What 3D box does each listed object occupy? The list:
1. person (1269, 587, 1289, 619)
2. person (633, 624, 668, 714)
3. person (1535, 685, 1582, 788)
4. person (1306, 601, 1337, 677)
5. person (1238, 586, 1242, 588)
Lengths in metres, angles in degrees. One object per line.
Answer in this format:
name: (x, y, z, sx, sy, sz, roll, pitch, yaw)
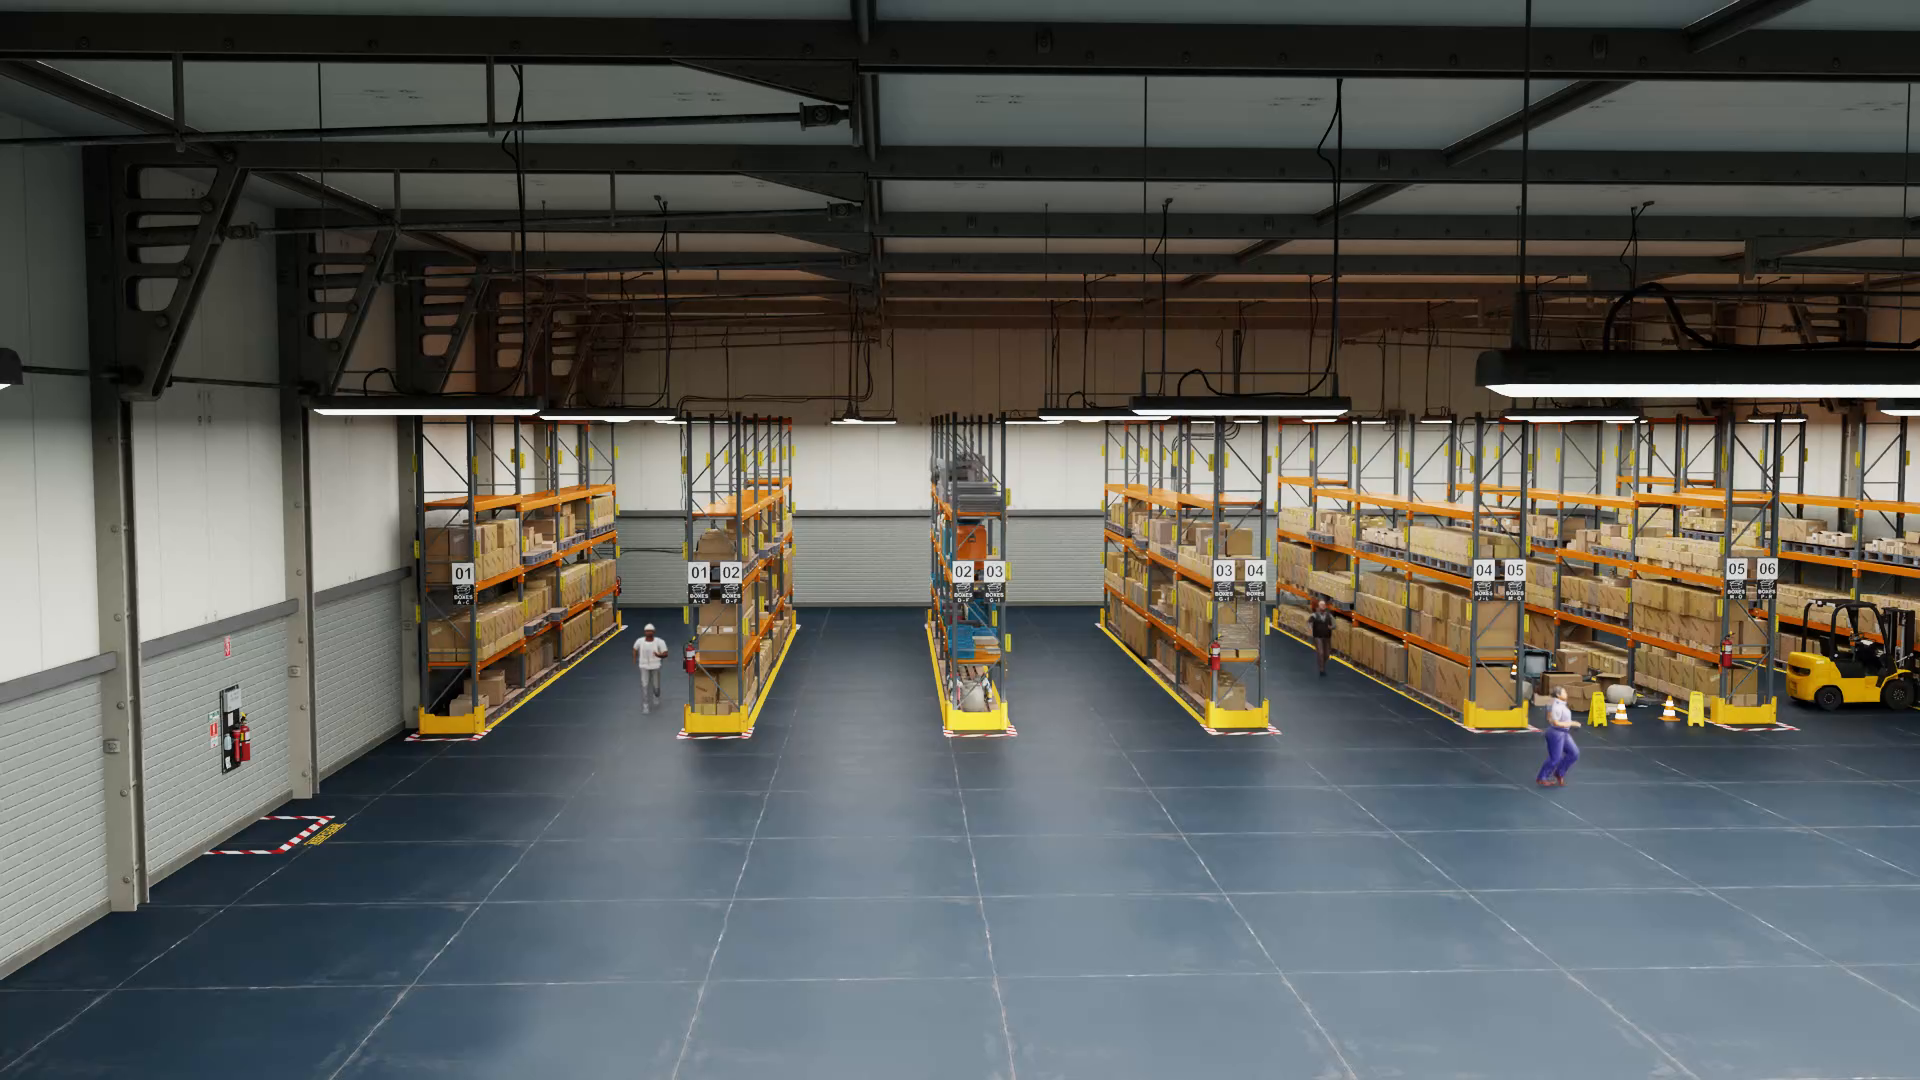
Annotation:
person: (9.481, 1.575, 49.132, 0.782, 1.620, 0.740, 1, 4, 16)
person: (-6.210, 2.551, 33.305, 0.706, 1.747, 0.990, 0, 4, -6)
person: (9.488, 3.124, 26.316, 0.685, 1.662, 0.580, 2, 4, 30)
person: (8.339, 2.259, 38.321, 0.667, 1.697, 0.915, 0, 4, -2)
person: (7.752, 1.666, 47.535, 0.584, 1.605, 0.620, 2, 4, 30)
